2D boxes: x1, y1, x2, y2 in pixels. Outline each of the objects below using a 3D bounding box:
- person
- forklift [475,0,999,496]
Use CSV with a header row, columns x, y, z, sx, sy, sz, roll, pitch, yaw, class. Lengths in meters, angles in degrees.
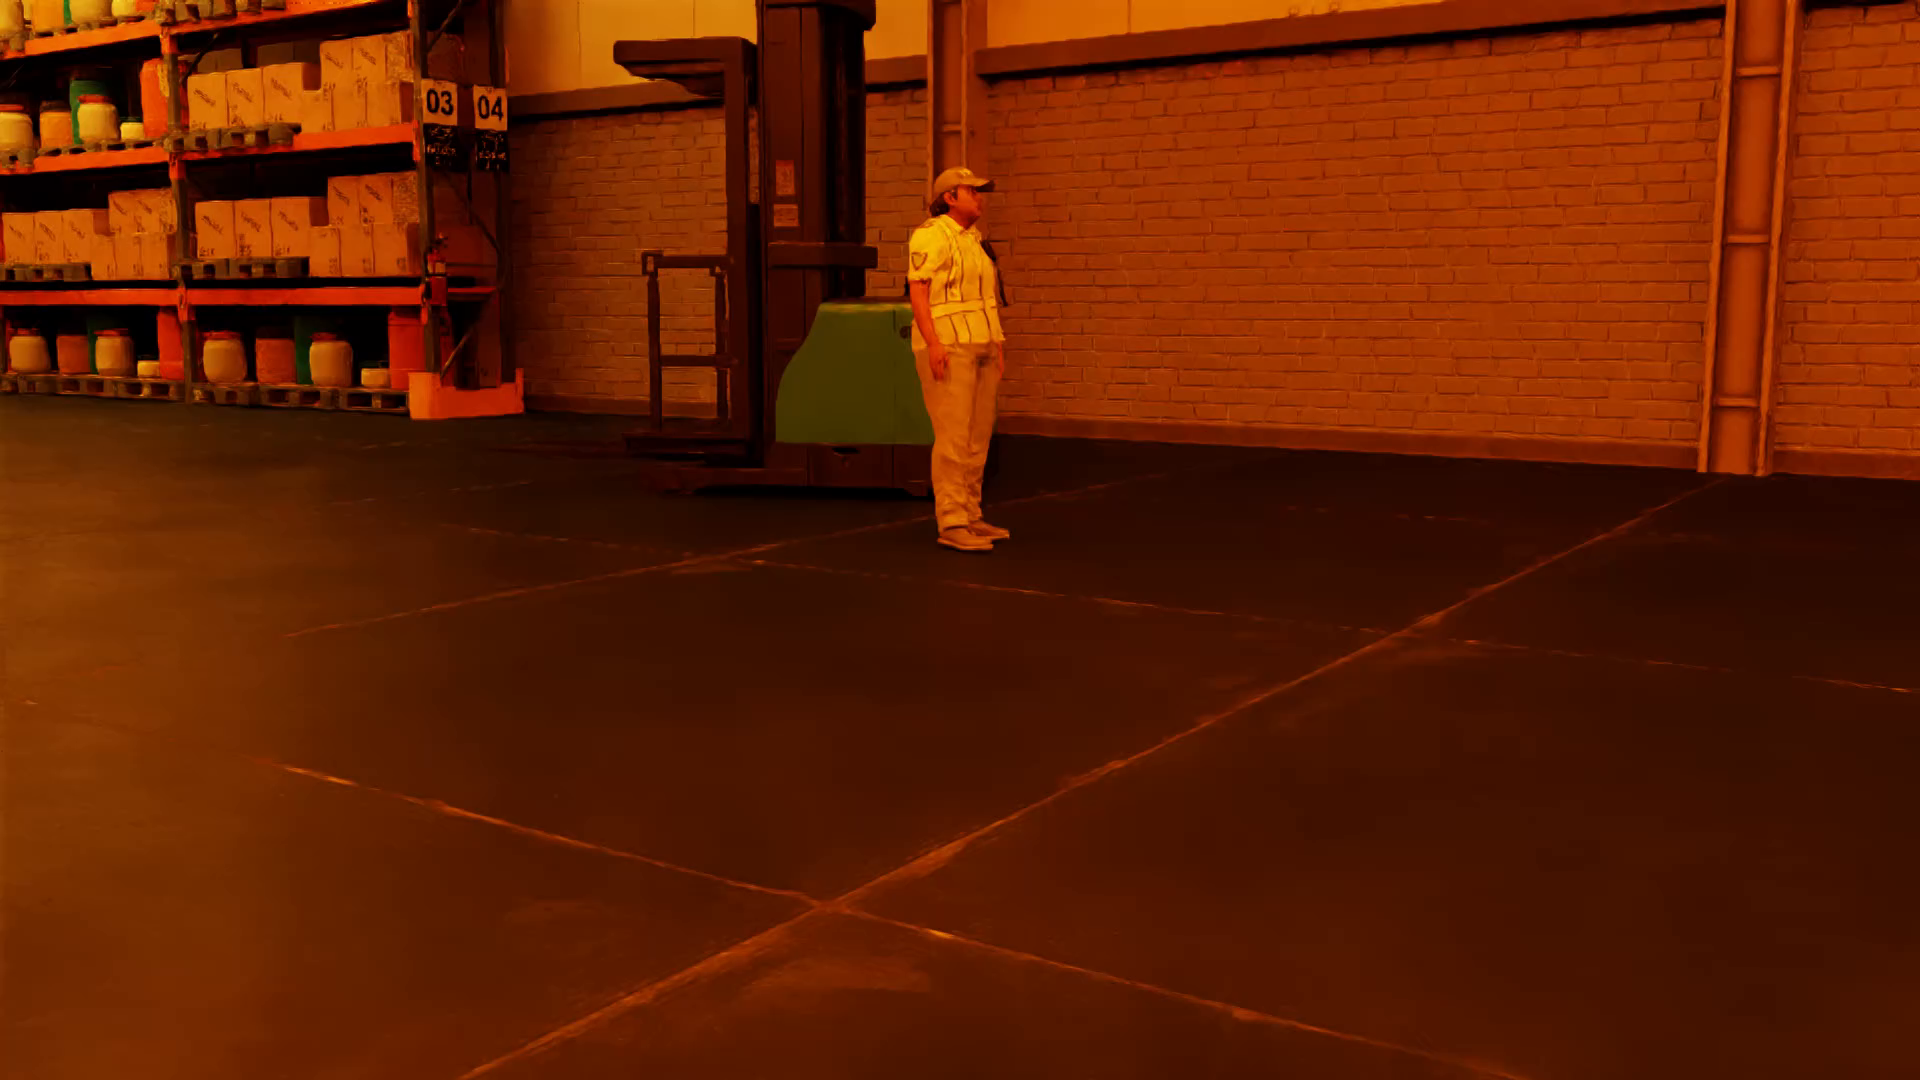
x,y,z,sx,sy,sz,roll,pitch,yaw,class
0.051,-0.824,7.424,0.529,1.669,0.598,5,10,34,person
-1.342,-1.776,9.680,3.031,2.935,1.130,2,8,14,forklift
